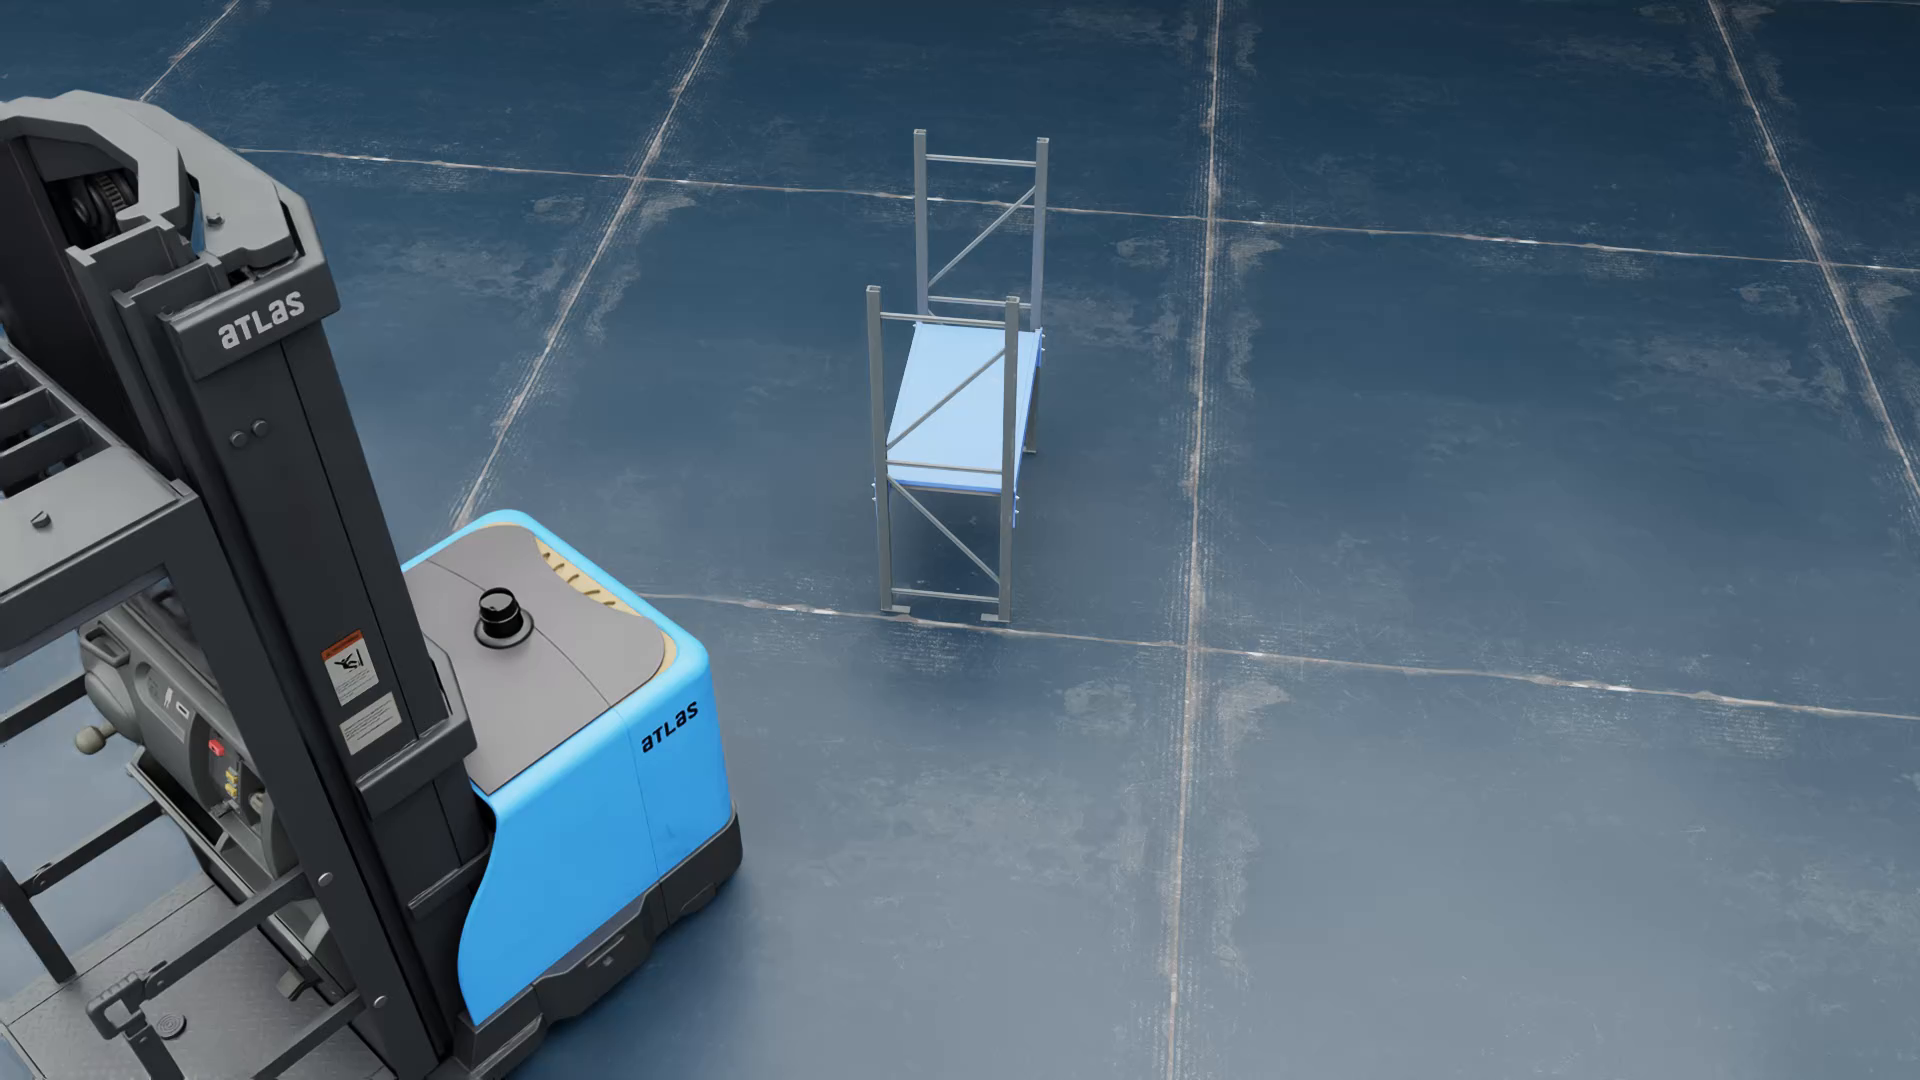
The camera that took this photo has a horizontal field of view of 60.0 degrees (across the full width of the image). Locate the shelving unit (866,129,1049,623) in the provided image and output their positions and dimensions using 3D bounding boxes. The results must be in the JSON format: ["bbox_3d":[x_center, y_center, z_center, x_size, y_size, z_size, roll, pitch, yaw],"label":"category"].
[{"bbox_3d":[0.011,-0.603,6.296,0.538,1.500,1.048,5,44,6],"label":"shelving unit"}]

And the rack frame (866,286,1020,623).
[{"bbox_3d":[-0.056,-0.256,5.930,0.500,1.500,0.032,5,44,6],"label":"rack frame"}]

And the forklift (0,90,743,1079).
[{"bbox_3d":[-2.083,0.565,4.021,1.130,2.935,3.031,32,52,29],"label":"forklift"}]

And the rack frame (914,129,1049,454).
[{"bbox_3d":[0.078,-0.949,6.662,0.500,1.500,0.032,5,44,6],"label":"rack frame"}]

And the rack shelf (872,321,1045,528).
[{"bbox_3d":[0.011,-0.472,6.419,0.538,0.185,1.000,5,44,6],"label":"rack shelf"}]
